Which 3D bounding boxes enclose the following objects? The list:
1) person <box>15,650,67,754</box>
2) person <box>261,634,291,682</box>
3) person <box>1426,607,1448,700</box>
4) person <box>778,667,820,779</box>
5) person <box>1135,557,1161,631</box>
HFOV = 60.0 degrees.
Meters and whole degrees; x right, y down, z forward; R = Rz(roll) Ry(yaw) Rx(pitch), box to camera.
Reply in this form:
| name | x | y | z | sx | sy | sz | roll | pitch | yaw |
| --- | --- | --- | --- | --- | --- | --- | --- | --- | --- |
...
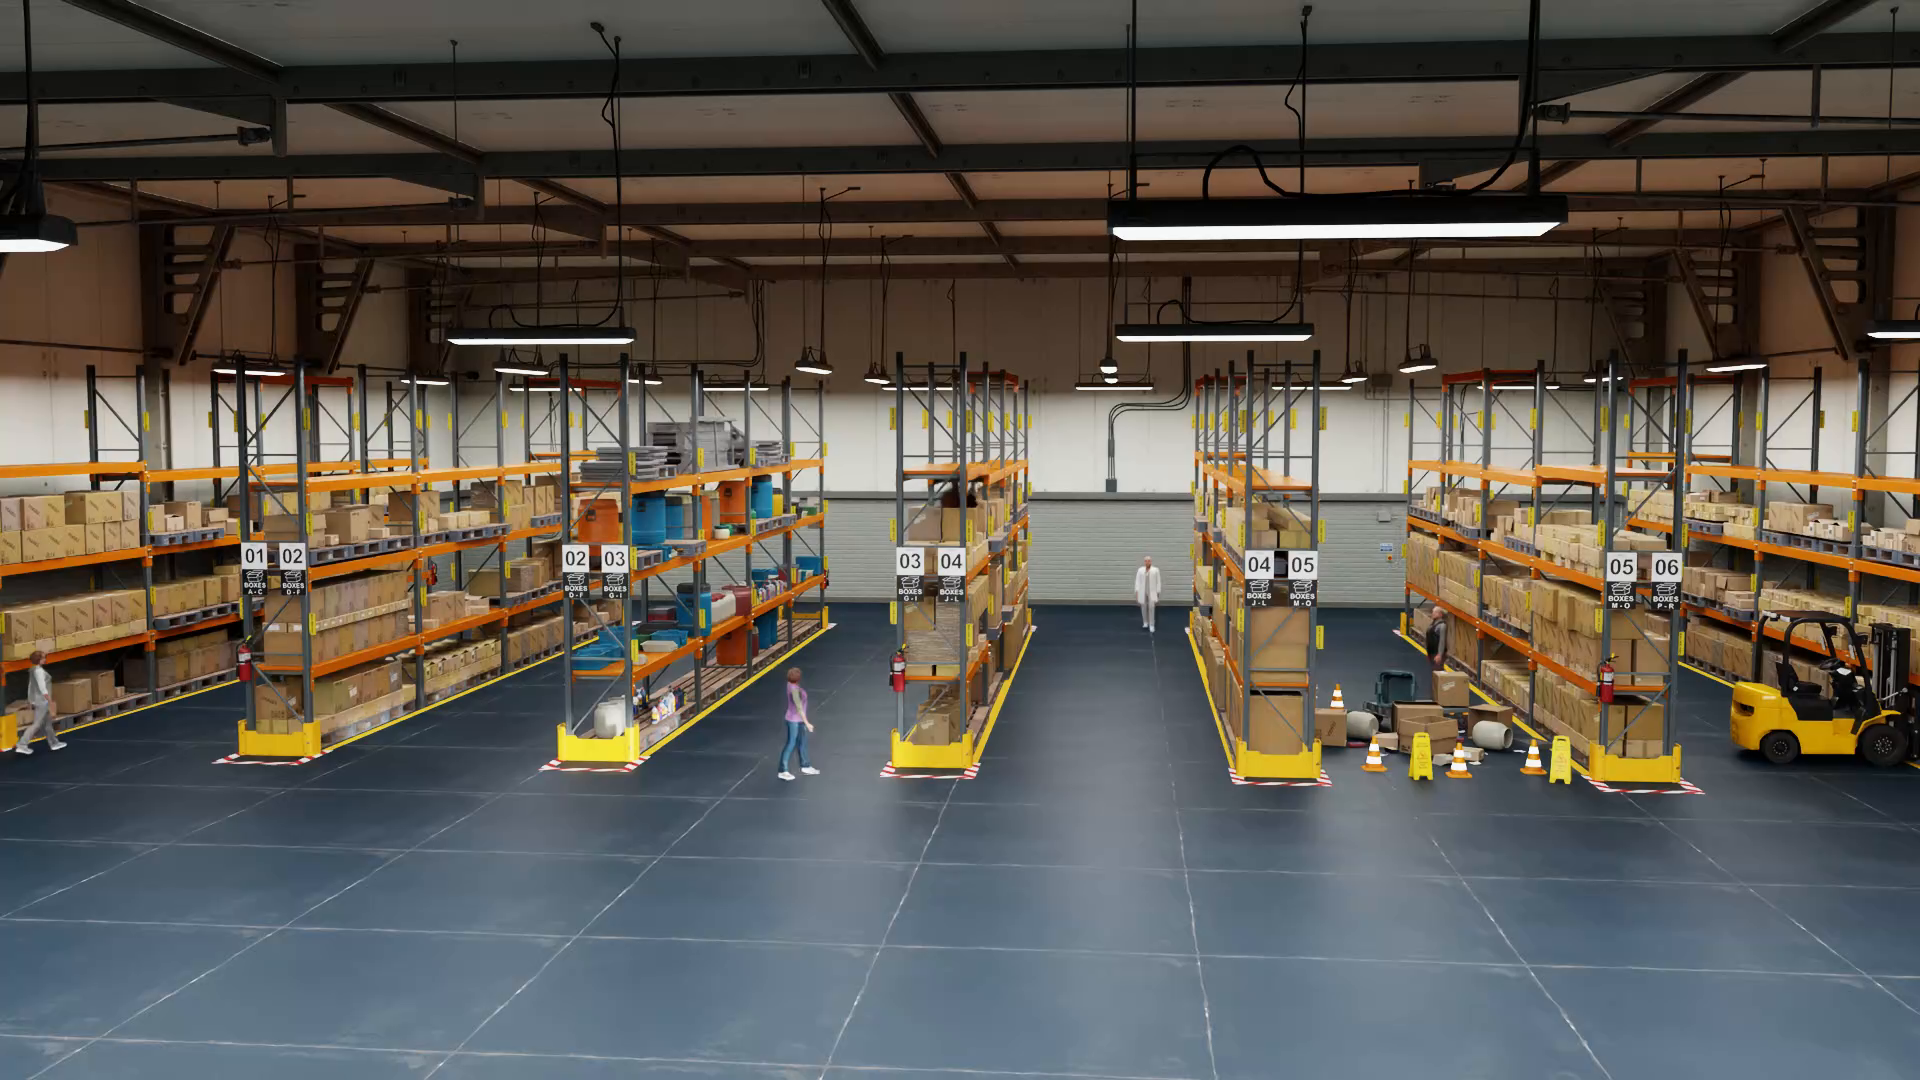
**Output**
| name | x | y | z | sx | sy | sz | roll | pitch | yaw |
| --- | --- | --- | --- | --- | --- | --- | --- | --- | --- |
| person | -13.848 | 2.440 | 25.018 | 0.504 | 1.538 | 0.910 | 2 | 5 | 28 |
| person | -11.700 | 2.084 | 28.664 | 0.608 | 1.779 | 0.657 | -3 | 5 | -36 |
| person | 8.456 | 2.044 | 29.506 | 0.369 | 1.719 | 0.585 | 1 | 4 | 11 |
| person | -2.280 | 2.556 | 23.374 | 0.546 | 1.591 | 0.584 | 0 | 4 | 2 |
| person | 4.510 | 1.274 | 39.964 | 0.613 | 1.746 | 1.019 | 1 | 4 | 9 |
